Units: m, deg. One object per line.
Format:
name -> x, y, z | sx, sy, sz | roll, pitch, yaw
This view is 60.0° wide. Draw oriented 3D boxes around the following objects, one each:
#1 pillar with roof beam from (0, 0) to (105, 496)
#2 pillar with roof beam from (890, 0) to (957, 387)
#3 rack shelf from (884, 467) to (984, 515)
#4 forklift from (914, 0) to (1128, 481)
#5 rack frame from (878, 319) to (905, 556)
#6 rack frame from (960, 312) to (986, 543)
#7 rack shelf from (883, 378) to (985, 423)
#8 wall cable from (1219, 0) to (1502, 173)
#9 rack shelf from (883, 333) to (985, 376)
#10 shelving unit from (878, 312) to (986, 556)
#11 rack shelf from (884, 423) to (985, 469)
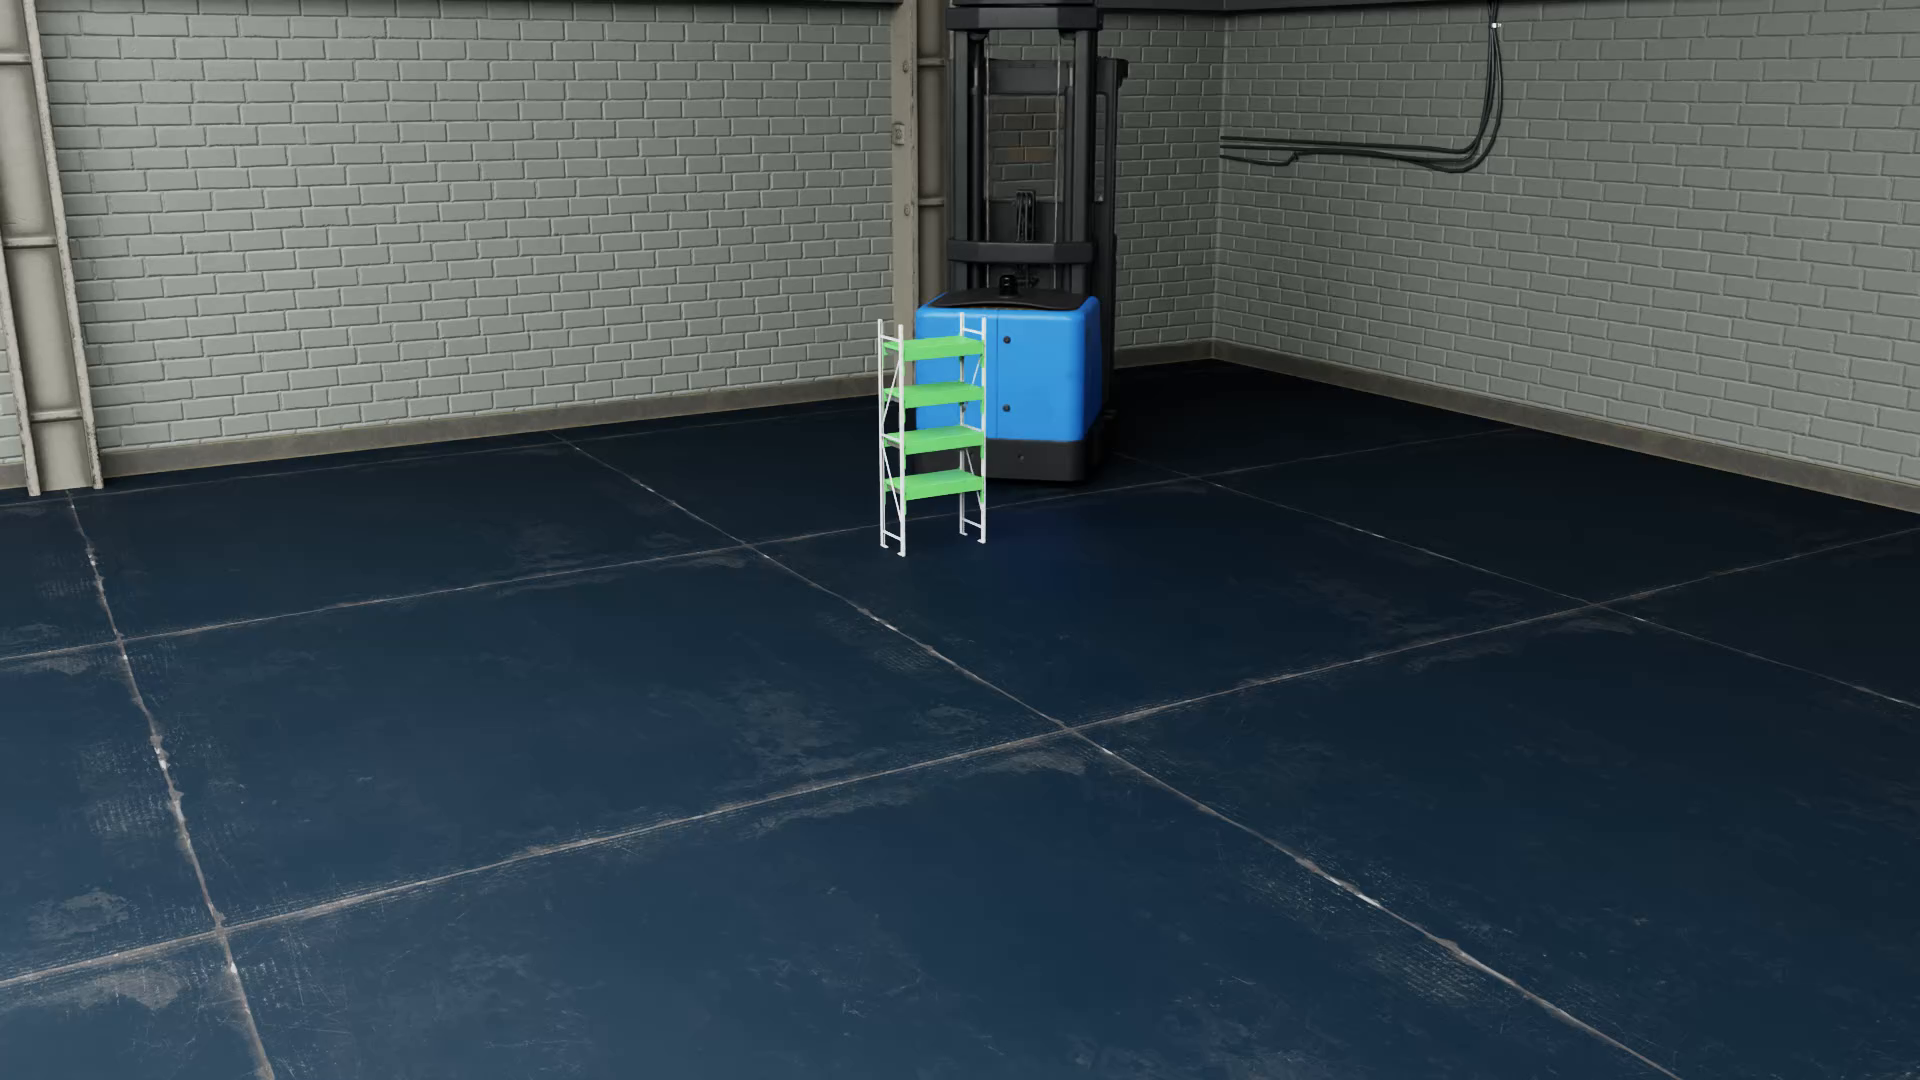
pillar with roof beam -> -3.193, -3.660, 5.293 | 0.400, 9.000, 9.100 | -9, 18, -30
pillar with roof beam -> 1.950, -4.494, 8.269 | 0.400, 9.000, 9.100 | -9, 18, -30
rack shelf -> -0.142, -0.262, 8.748 | 0.480, 0.148, 0.258 | -9, 18, -30
forklift -> 0.504, -2.113, 11.016 | 1.130, 2.935, 3.031 | 3, 16, 11
rack frame -> -0.351, -0.521, 8.545 | 0.015, 1.200, 0.240 | -9, 18, -30
rack frame -> 0.067, -0.589, 8.787 | 0.015, 1.200, 0.240 | -9, 18, -30
rack shelf -> -0.142, -0.724, 8.618 | 0.480, 0.148, 0.258 | -9, 18, -30
wall cable -> 2.939, -4.098, 12.610 | 0.112, 2.526, 3.097 | -9, 18, -30
rack shelf -> -0.142, -0.955, 8.553 | 0.480, 0.148, 0.258 | -9, 18, -30
shelving unit -> -0.142, -0.555, 8.666 | 0.503, 1.200, 0.258 | -9, 18, -30
rack shelf -> -0.142, -0.493, 8.683 | 0.480, 0.148, 0.258 | -9, 18, -30
